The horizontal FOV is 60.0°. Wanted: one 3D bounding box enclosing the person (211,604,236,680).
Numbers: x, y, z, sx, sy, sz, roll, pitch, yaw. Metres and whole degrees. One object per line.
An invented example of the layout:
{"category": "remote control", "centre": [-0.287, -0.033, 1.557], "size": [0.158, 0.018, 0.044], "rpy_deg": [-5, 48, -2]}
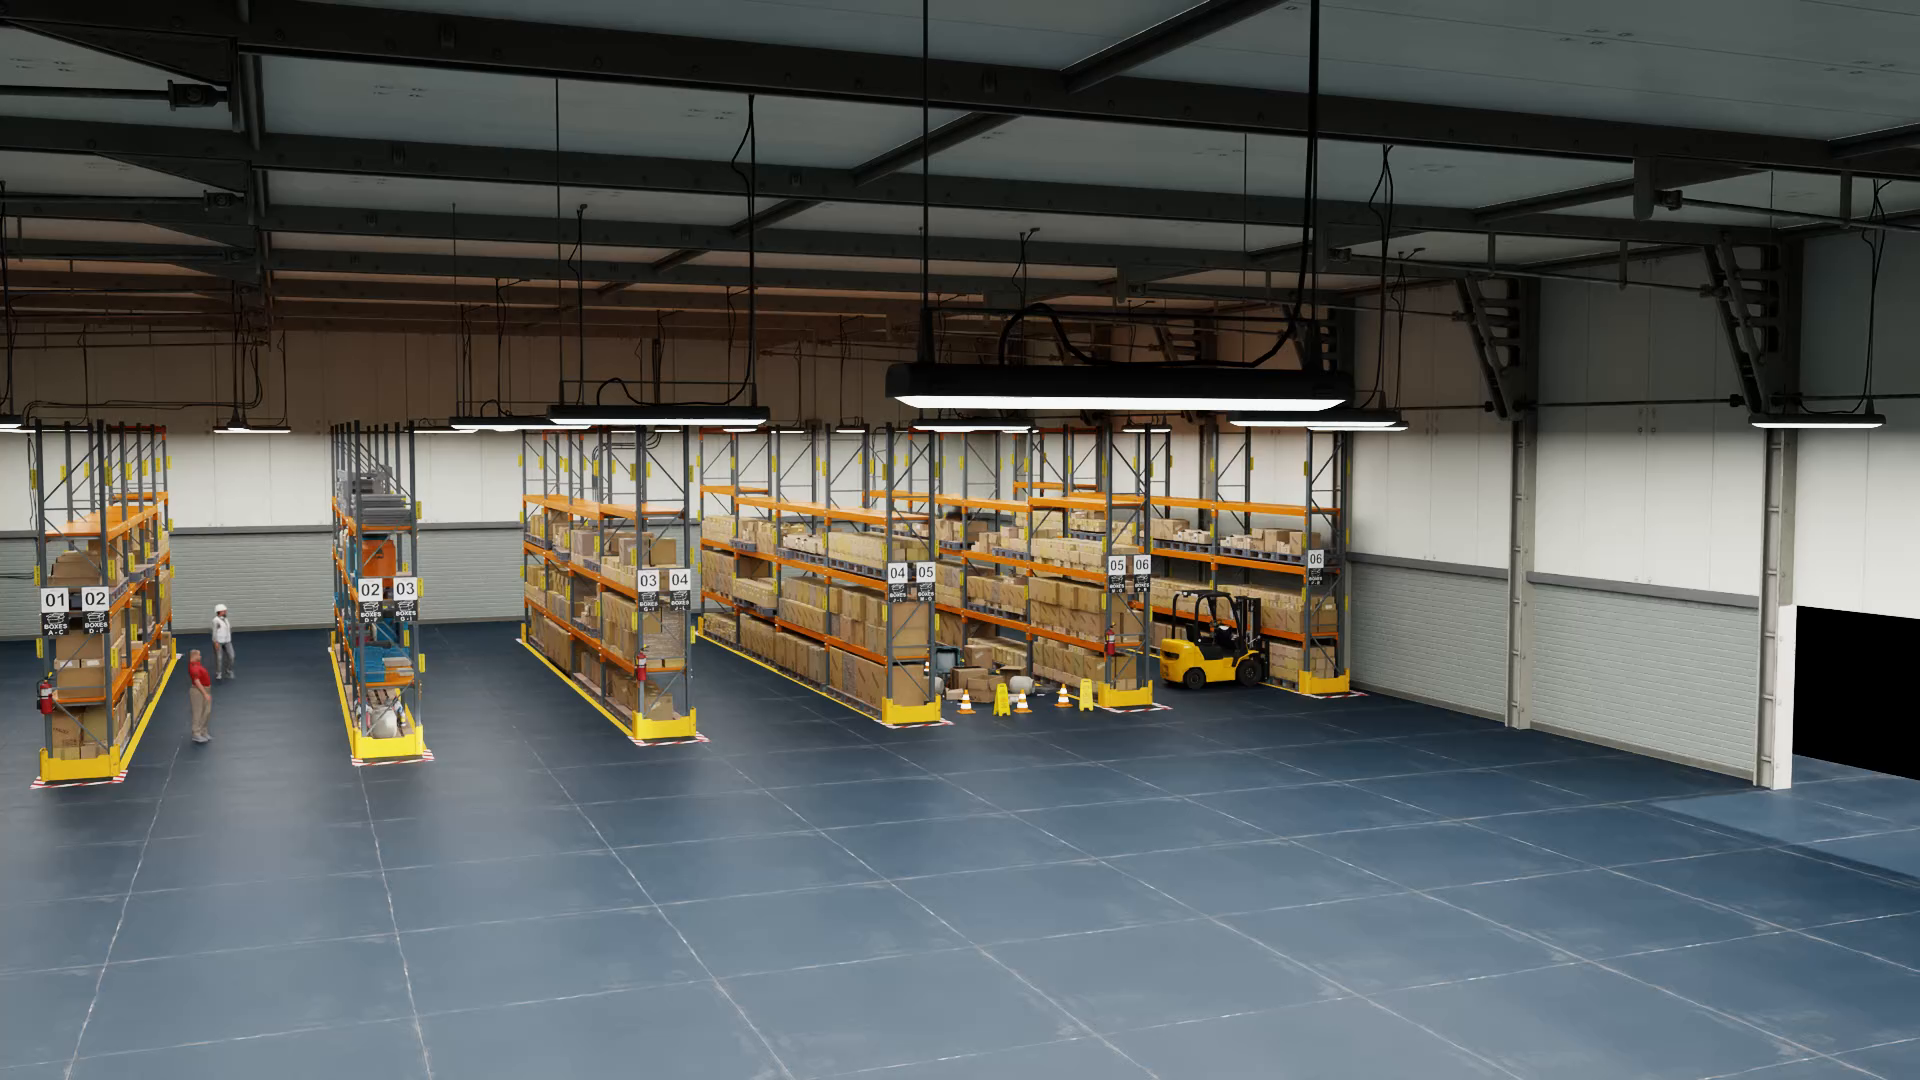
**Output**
{"category": "person", "centre": [-17.409, 2.420, 39.180], "size": [0.491, 1.812, 0.565], "rpy_deg": [2, 4, 33]}

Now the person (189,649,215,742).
{"category": "person", "centre": [-14.242, 2.930, 31.249], "size": [0.550, 1.777, 0.624], "rpy_deg": [0, 4, 1]}

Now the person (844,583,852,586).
{"category": "person", "centre": [-3.054, 2.017, 45.756], "size": [0.348, 1.681, 0.537], "rpy_deg": [-3, 4, -37]}

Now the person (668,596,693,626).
{"category": "person", "centre": [-8.469, 1.753, 49.491], "size": [1.026, 1.744, 0.510], "rpy_deg": [-1, 4, -17]}
